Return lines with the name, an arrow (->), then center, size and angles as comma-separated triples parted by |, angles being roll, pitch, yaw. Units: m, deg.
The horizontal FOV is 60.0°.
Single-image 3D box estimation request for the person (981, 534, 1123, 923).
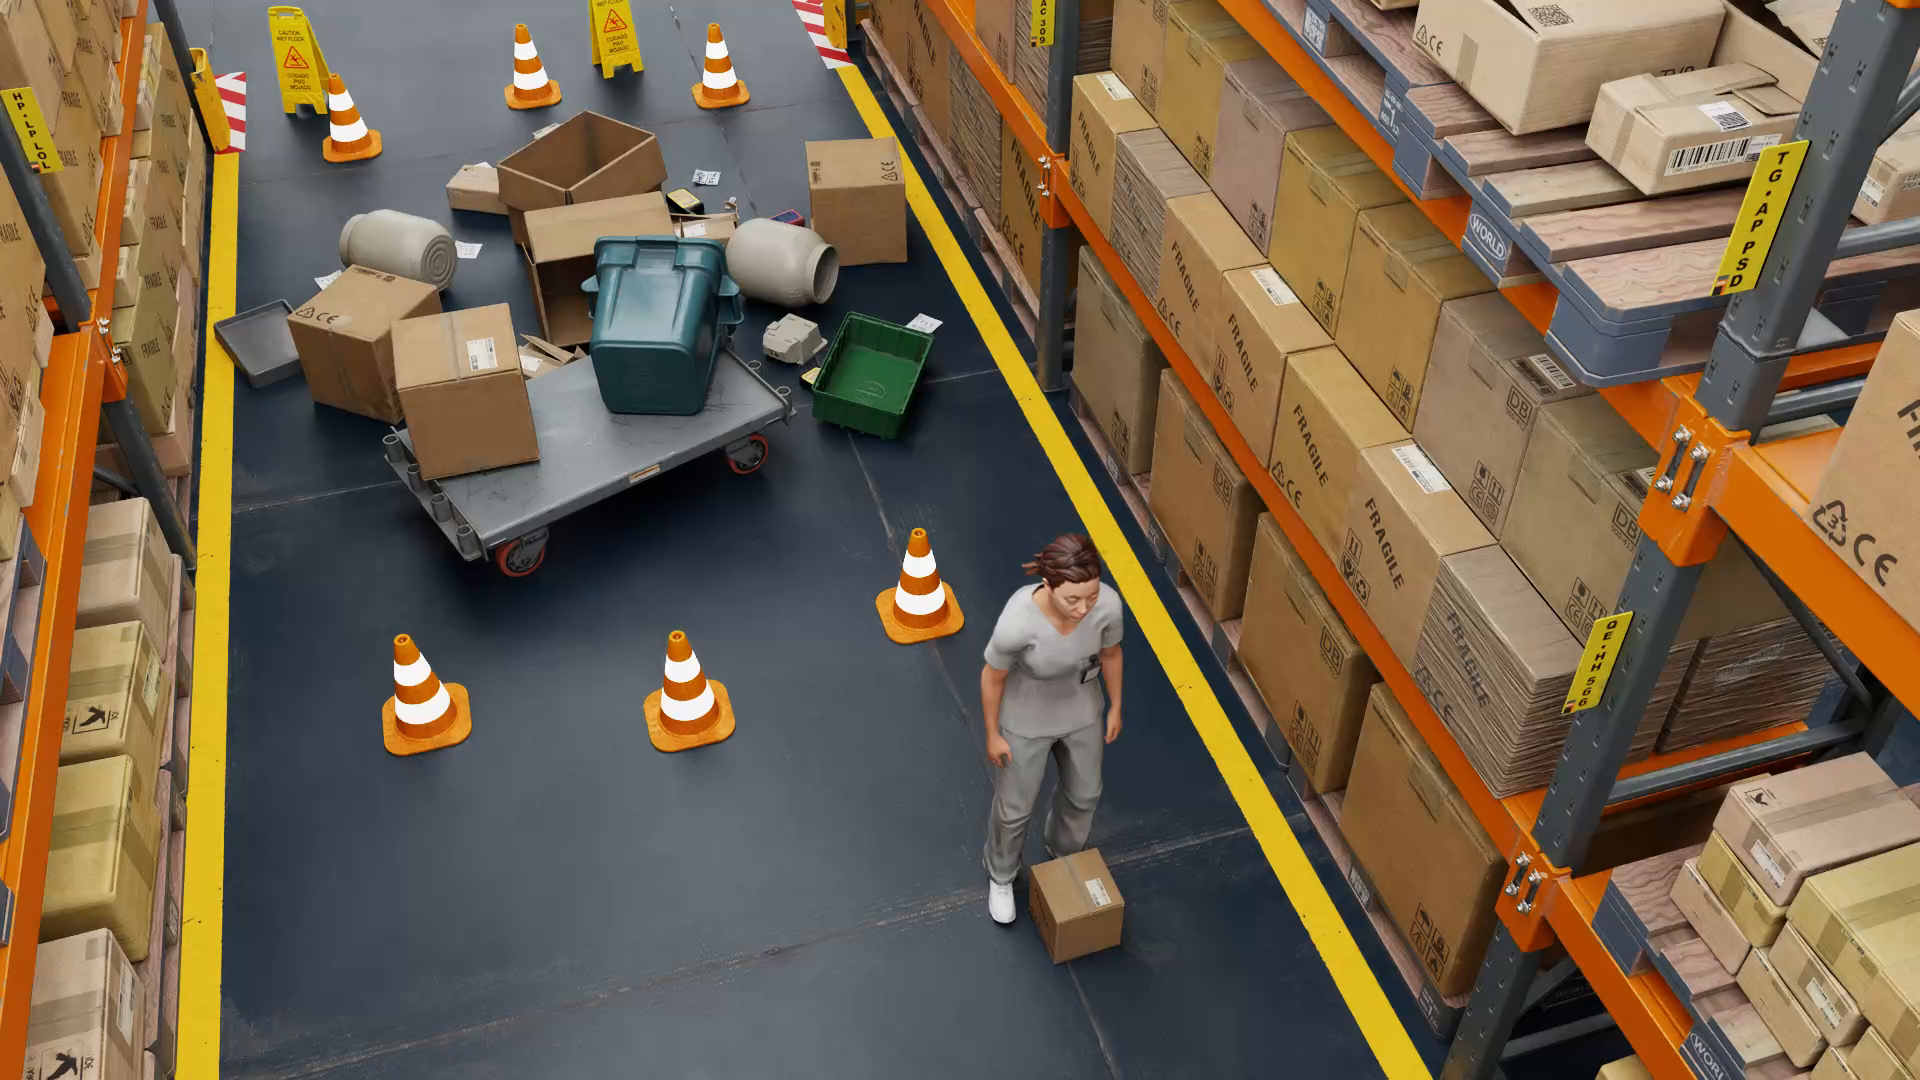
person -> 0.308, 0.601, 5.503 | 0.487, 1.673, 0.361 | -12, 44, -13
